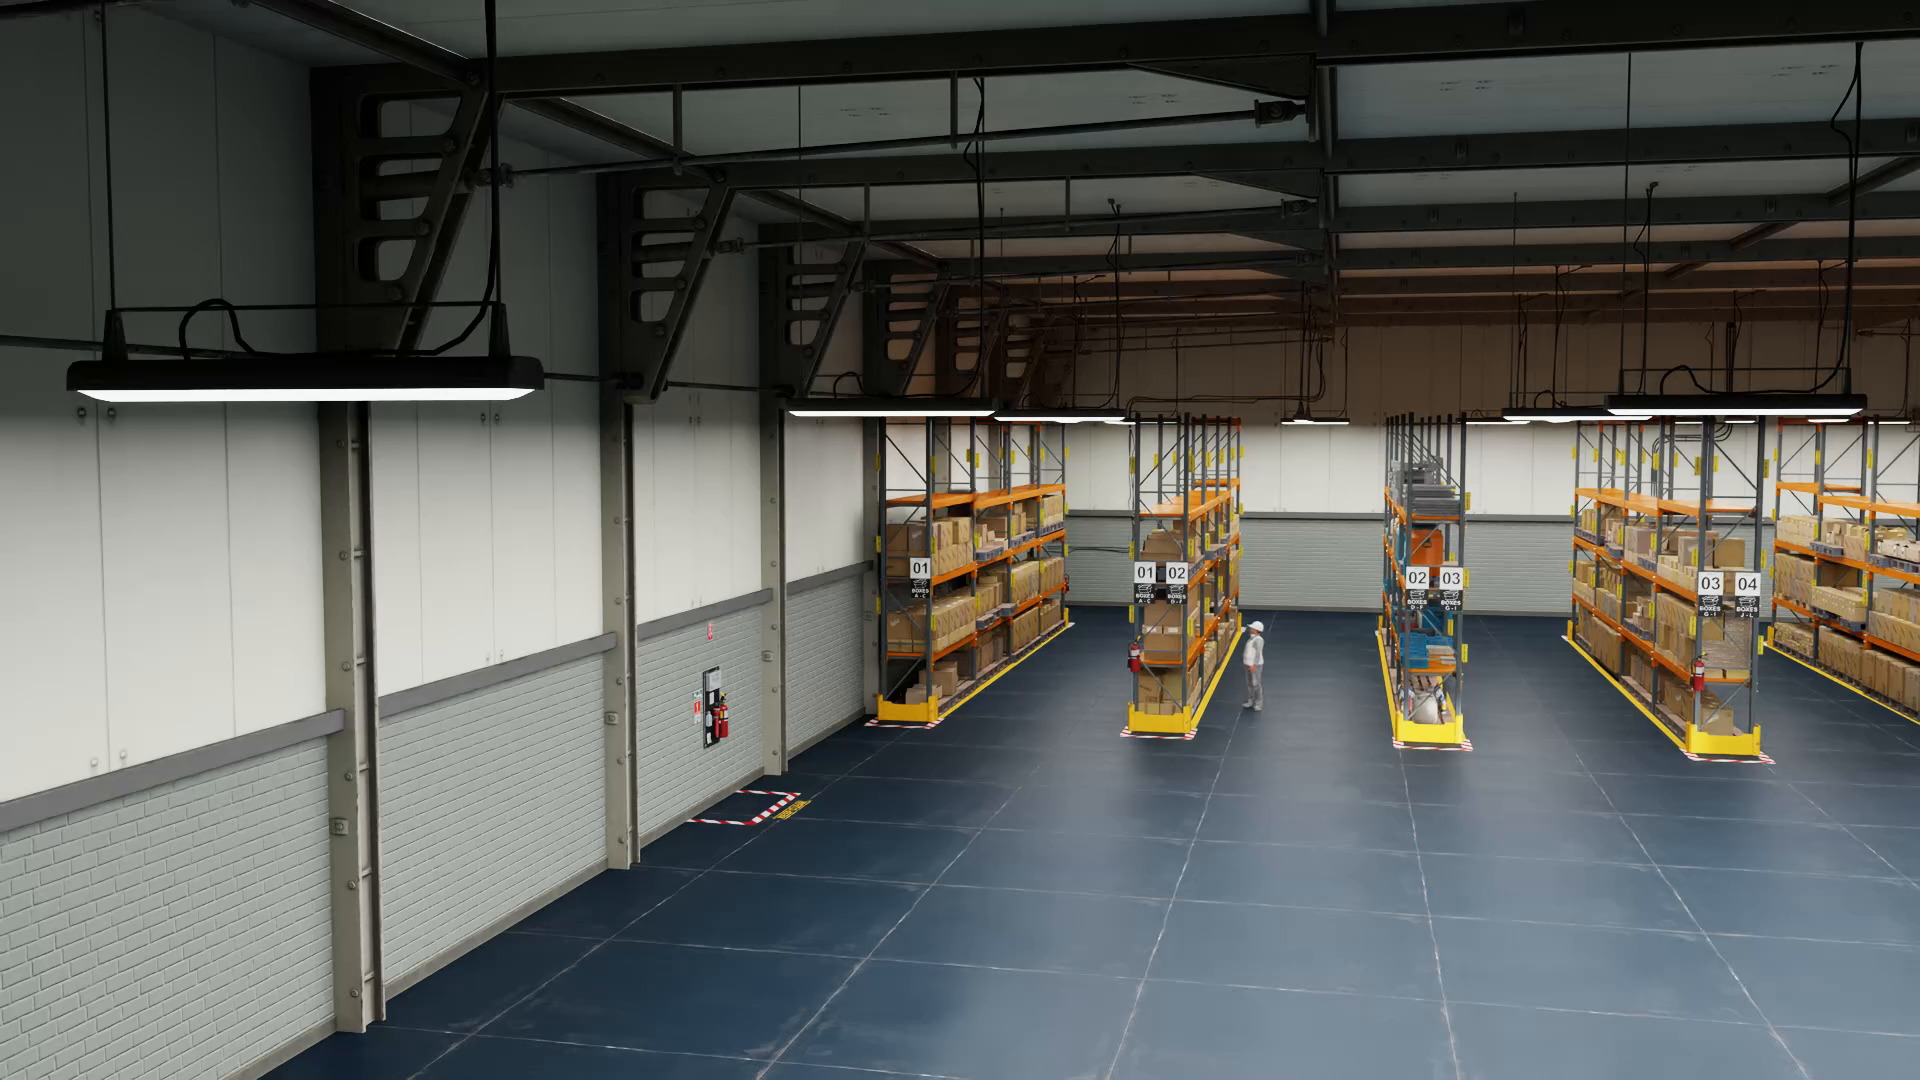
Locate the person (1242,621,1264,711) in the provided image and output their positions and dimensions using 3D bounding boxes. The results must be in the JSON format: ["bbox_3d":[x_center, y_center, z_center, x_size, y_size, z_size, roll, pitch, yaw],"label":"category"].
[{"bbox_3d":[5.980,2.557,33.869,0.415,1.807,0.538,-2,4,-23],"label":"person"}]
